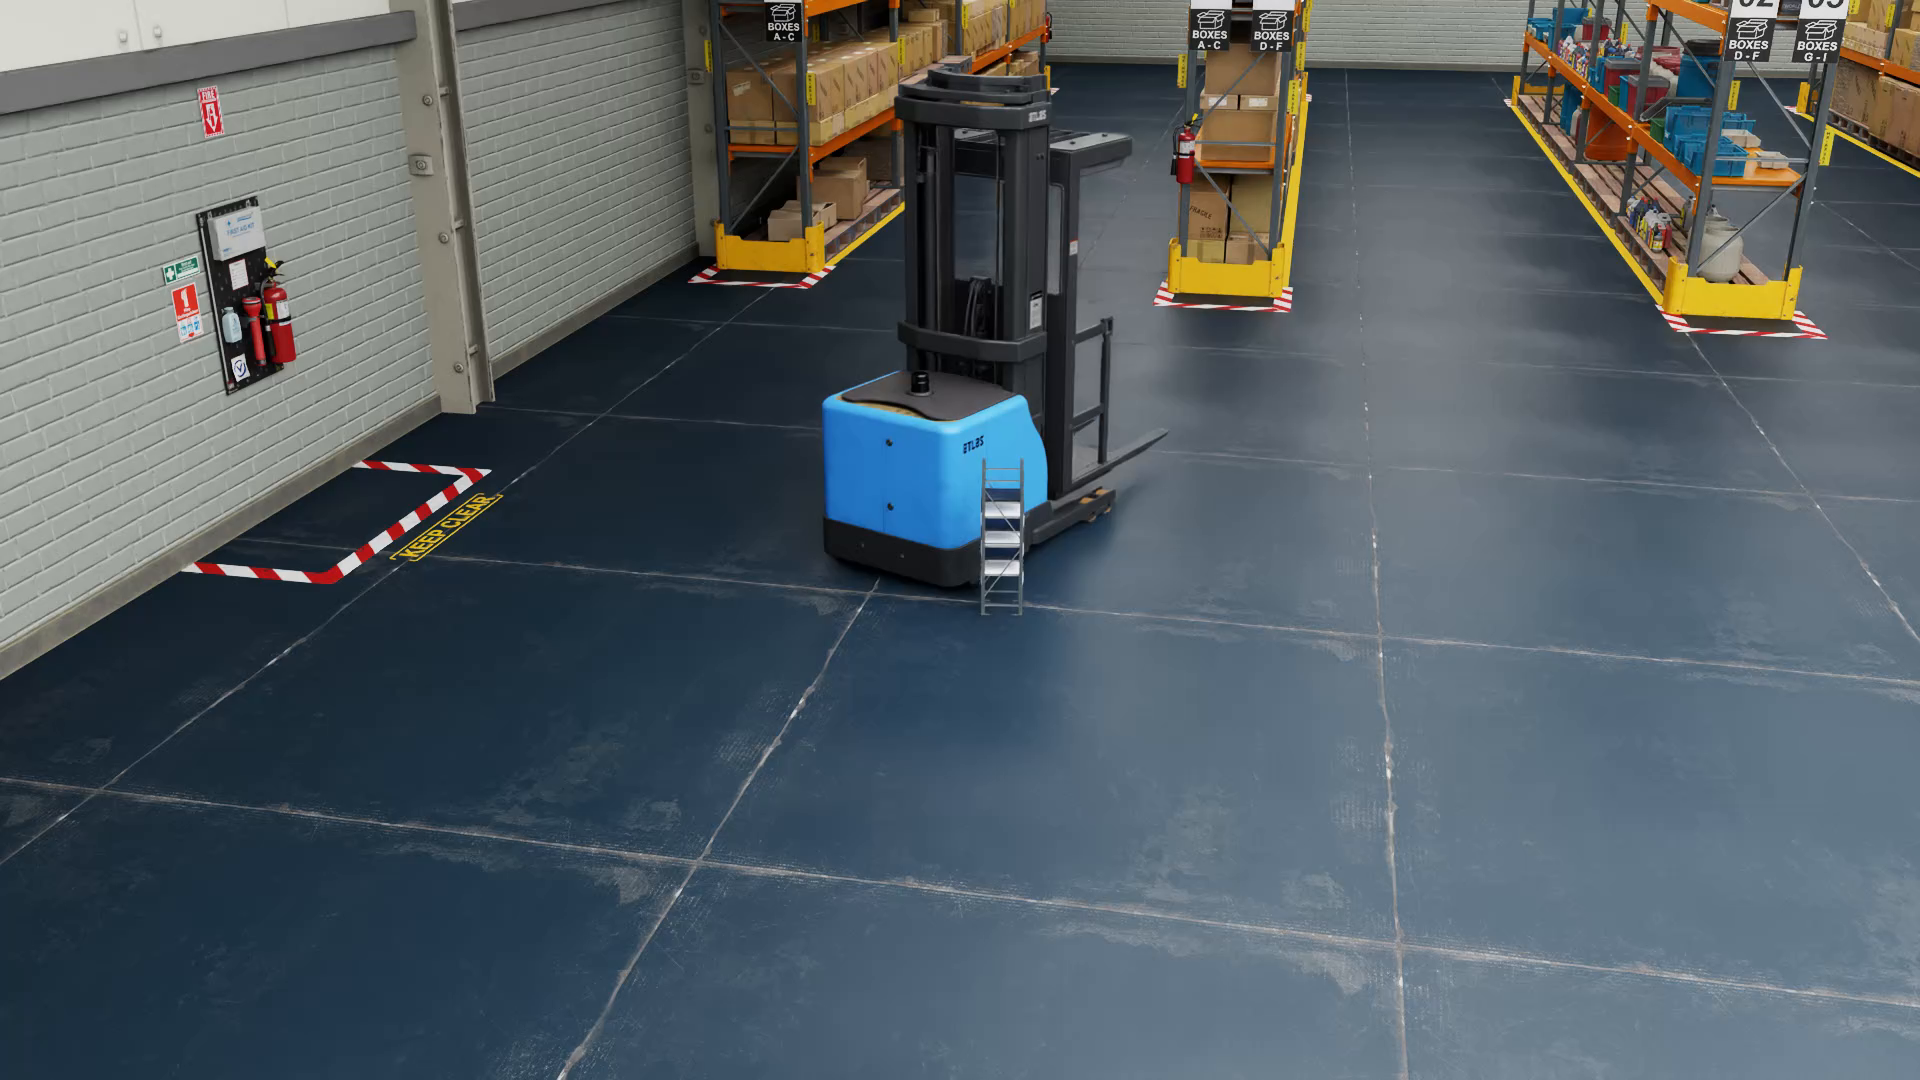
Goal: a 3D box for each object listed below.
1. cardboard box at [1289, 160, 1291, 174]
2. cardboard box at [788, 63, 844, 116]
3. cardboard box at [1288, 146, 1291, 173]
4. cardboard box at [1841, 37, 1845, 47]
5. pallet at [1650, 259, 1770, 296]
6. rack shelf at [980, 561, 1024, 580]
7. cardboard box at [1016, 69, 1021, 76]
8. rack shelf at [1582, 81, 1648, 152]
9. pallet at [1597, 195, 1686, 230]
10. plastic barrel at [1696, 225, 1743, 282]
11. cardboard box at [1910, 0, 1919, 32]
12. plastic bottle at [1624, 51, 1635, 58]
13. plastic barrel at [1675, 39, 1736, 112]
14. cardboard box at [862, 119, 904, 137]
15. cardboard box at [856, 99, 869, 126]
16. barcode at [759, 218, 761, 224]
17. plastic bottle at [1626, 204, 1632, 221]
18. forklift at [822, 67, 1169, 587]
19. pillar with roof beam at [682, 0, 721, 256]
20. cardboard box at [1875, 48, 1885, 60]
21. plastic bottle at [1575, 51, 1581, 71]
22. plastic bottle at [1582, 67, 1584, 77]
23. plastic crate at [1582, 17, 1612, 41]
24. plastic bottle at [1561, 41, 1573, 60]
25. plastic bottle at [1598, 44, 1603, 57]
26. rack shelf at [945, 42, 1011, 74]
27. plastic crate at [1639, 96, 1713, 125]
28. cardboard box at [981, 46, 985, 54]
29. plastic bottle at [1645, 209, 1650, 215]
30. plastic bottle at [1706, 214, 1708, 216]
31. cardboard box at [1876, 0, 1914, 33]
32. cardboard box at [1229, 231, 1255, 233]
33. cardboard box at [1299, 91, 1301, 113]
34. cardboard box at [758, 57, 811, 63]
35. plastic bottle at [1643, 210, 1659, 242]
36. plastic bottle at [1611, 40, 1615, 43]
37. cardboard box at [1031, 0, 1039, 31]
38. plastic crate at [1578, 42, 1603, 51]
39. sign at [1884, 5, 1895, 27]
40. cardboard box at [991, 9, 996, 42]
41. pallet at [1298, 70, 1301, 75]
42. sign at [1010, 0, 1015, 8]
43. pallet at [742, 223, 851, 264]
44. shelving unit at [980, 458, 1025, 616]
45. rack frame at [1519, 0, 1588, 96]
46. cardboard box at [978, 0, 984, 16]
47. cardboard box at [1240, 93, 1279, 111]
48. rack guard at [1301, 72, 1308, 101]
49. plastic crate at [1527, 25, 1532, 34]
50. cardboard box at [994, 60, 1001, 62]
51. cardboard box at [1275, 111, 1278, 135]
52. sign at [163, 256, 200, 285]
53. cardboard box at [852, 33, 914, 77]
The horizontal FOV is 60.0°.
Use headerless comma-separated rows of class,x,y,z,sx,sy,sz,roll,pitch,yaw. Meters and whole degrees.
cardboard box,4.209,-5.057,22.514,0.500,0.250,0.500,5,22,12
cardboard box,-1.594,-4.979,18.372,0.500,0.500,0.500,5,22,11
cardboard box,4.006,-4.941,21.475,0.500,0.311,0.500,4,22,10
cardboard box,15.061,-8.387,28.000,0.380,0.149,0.250,4,22,10
pallet,7.743,-2.639,17.125,1.003,0.211,1.213,4,22,11
rack shelf,0.246,0.183,9.765,0.258,0.077,0.200,0,22,1
cardboard box,0.711,-8.233,30.065,0.700,0.500,0.500,4,22,10
rack shelf,8.827,-5.465,21.372,1.077,0.370,4.000,4,22,11
pallet,8.541,-4.064,20.663,1.003,0.211,1.213,4,22,11
plastic barrel,7.662,-2.892,16.788,0.421,0.512,0.421,0,22,0
cardboard box,14.778,-7.893,24.961,0.797,0.503,0.637,4,22,10
plastic bottle,9.923,-7.114,24.668,0.152,0.276,0.135,4,22,11
plastic barrel,8.794,-5.418,19.621,0.600,0.901,0.708,4,22,11
cardboard box,-1.059,-5.647,22.613,0.500,0.250,0.500,4,22,10
cardboard box,-1.379,-5.016,19.466,0.500,0.250,0.500,5,22,11
barcode,-2.255,-3.604,18.786,0.001,0.075,0.075,4,22,11
plastic bottle,7.904,-3.854,19.563,0.097,0.201,0.097,0,22,0
forklift,0.401,-1.571,10.832,1.130,2.935,3.031,15,26,32
pillar with roof beam,1.414,-7.137,16.528,9.100,9.000,0.400,4,22,11
cardboard box,14.641,-7.636,26.134,0.380,0.149,0.250,5,22,11
plastic bottle,9.133,-7.075,24.562,0.061,0.283,0.133,4,22,11
plastic bottle,8.988,-6.744,23.850,0.097,0.201,0.097,0,22,0
plastic crate,10.479,-8.358,27.426,0.402,0.464,0.583,4,22,11
plastic bottle,9.509,-7.662,26.029,0.152,0.276,0.135,4,22,11
plastic bottle,10.161,-7.735,26.311,0.097,0.201,0.097,0,22,0
rack shelf,-0.056,-7.684,26.880,1.077,0.370,4.000,4,22,11
plastic crate,8.187,-4.857,18.982,0.767,0.338,0.504,4,22,11
cardboard box,0.193,-7.939,26.860,0.380,0.149,0.250,5,23,13
plastic bottle,7.816,-3.617,18.882,0.097,0.271,0.097,0,22,0
plastic bottle,8.323,-3.515,18.613,0.061,0.283,0.133,4,22,11
cardboard box,14.732,-8.221,26.049,0.500,0.500,0.500,5,22,12
cardboard box,3.180,-3.265,18.065,0.500,0.250,0.500,4,22,11
cardboard box,5.274,-7.035,27.062,0.500,0.500,0.500,5,22,11
cardboard box,-1.994,-5.209,18.942,0.500,0.500,0.500,4,22,9
plastic bottle,7.685,-3.487,18.453,0.144,0.351,0.185,5,23,13
plastic bottle,10.287,-7.767,26.290,0.152,0.276,0.135,4,22,11
cardboard box,0.937,-9.897,31.010,0.980,0.700,0.700,4,22,10
plastic crate,10.286,-8.058,27.120,0.396,0.136,0.243,4,22,11
sign,14.356,-8.096,25.676,0.100,0.325,0.005,4,22,11
cardboard box,0.300,-8.384,27.097,0.500,0.500,0.500,4,22,11
pallet,4.456,-7.074,24.659,1.213,0.211,1.003,4,22,11
sign,0.886,-9.211,28.266,0.100,0.325,0.005,4,22,11
pallet,-1.880,-3.389,18.985,1.003,0.211,1.213,4,22,11
shelving unit,0.246,-0.015,9.685,0.258,0.900,0.210,0,22,1
rack frame,10.867,-9.456,30.318,1.000,3.000,0.127,4,22,11
cardboard box,0.089,-8.353,26.017,0.500,0.250,0.500,5,22,11
cardboard box,3.045,-4.458,16.906,0.380,0.149,0.250,4,22,11
rack guard,6.003,-8.648,31.657,1.175,0.500,0.348,4,22,11
plastic crate,10.348,-9.186,29.919,0.250,0.136,0.298,4,22,11
cardboard box,0.540,-8.602,30.113,0.380,0.149,0.250,4,22,9
cardboard box,3.175,-4.766,18.539,0.700,0.500,0.500,5,23,13
sign,-4.770,-1.656,10.193,0.001,0.109,0.331,4,22,11
cardboard box,-1.022,-6.461,22.158,0.700,0.500,0.500,7,23,16
